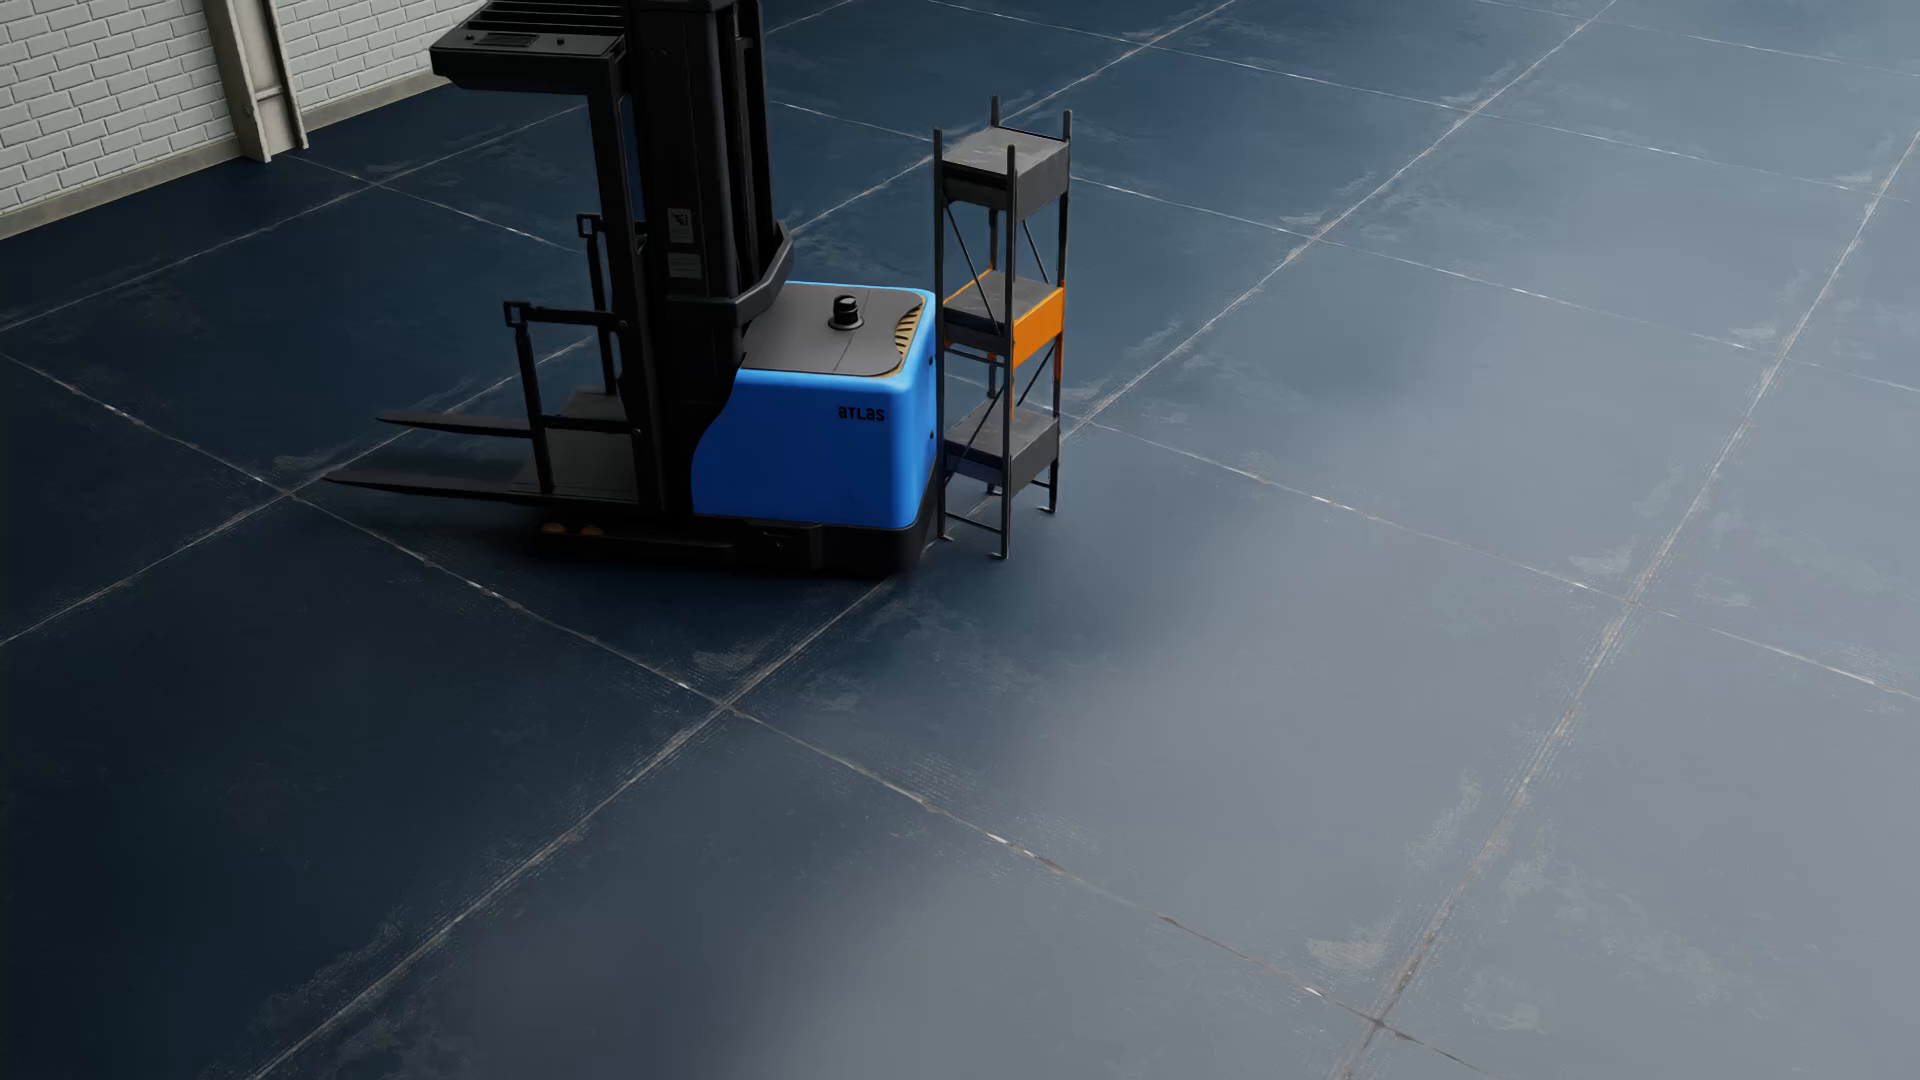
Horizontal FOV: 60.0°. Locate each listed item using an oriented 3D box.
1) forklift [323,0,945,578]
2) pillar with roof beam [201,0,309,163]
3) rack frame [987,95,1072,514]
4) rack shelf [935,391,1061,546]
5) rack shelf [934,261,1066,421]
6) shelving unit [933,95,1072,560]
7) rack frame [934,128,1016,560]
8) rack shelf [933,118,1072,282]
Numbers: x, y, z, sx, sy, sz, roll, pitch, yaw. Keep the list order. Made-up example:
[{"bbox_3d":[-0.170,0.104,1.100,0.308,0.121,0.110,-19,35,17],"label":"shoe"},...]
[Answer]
[{"bbox_3d":[-1.639,-1.403,7.709,3.031,2.935,1.130,5,34,7],"label":"forklift"},{"bbox_3d":[-1.664,-5.309,8.068,9.100,9.000,0.400,21,39,28],"label":"pillar with roof beam"},{"bbox_3d":[0.317,-1.065,7.950,0.400,2.100,0.015,19,38,26],"label":"rack frame"},{"bbox_3d":[0.189,-0.357,8.178,0.431,0.518,0.480,19,38,26],"label":"rack shelf"},{"bbox_3d":[0.189,-0.937,7.786,0.431,0.518,0.480,19,38,26],"label":"rack shelf"},{"bbox_3d":[0.189,-0.948,7.778,0.431,2.100,0.503,19,38,26],"label":"shelving unit"},{"bbox_3d":[0.061,-0.832,7.606,0.400,2.100,0.015,19,38,26],"label":"rack frame"},{"bbox_3d":[0.189,-1.517,7.394,0.431,0.518,0.480,19,38,26],"label":"rack shelf"}]
